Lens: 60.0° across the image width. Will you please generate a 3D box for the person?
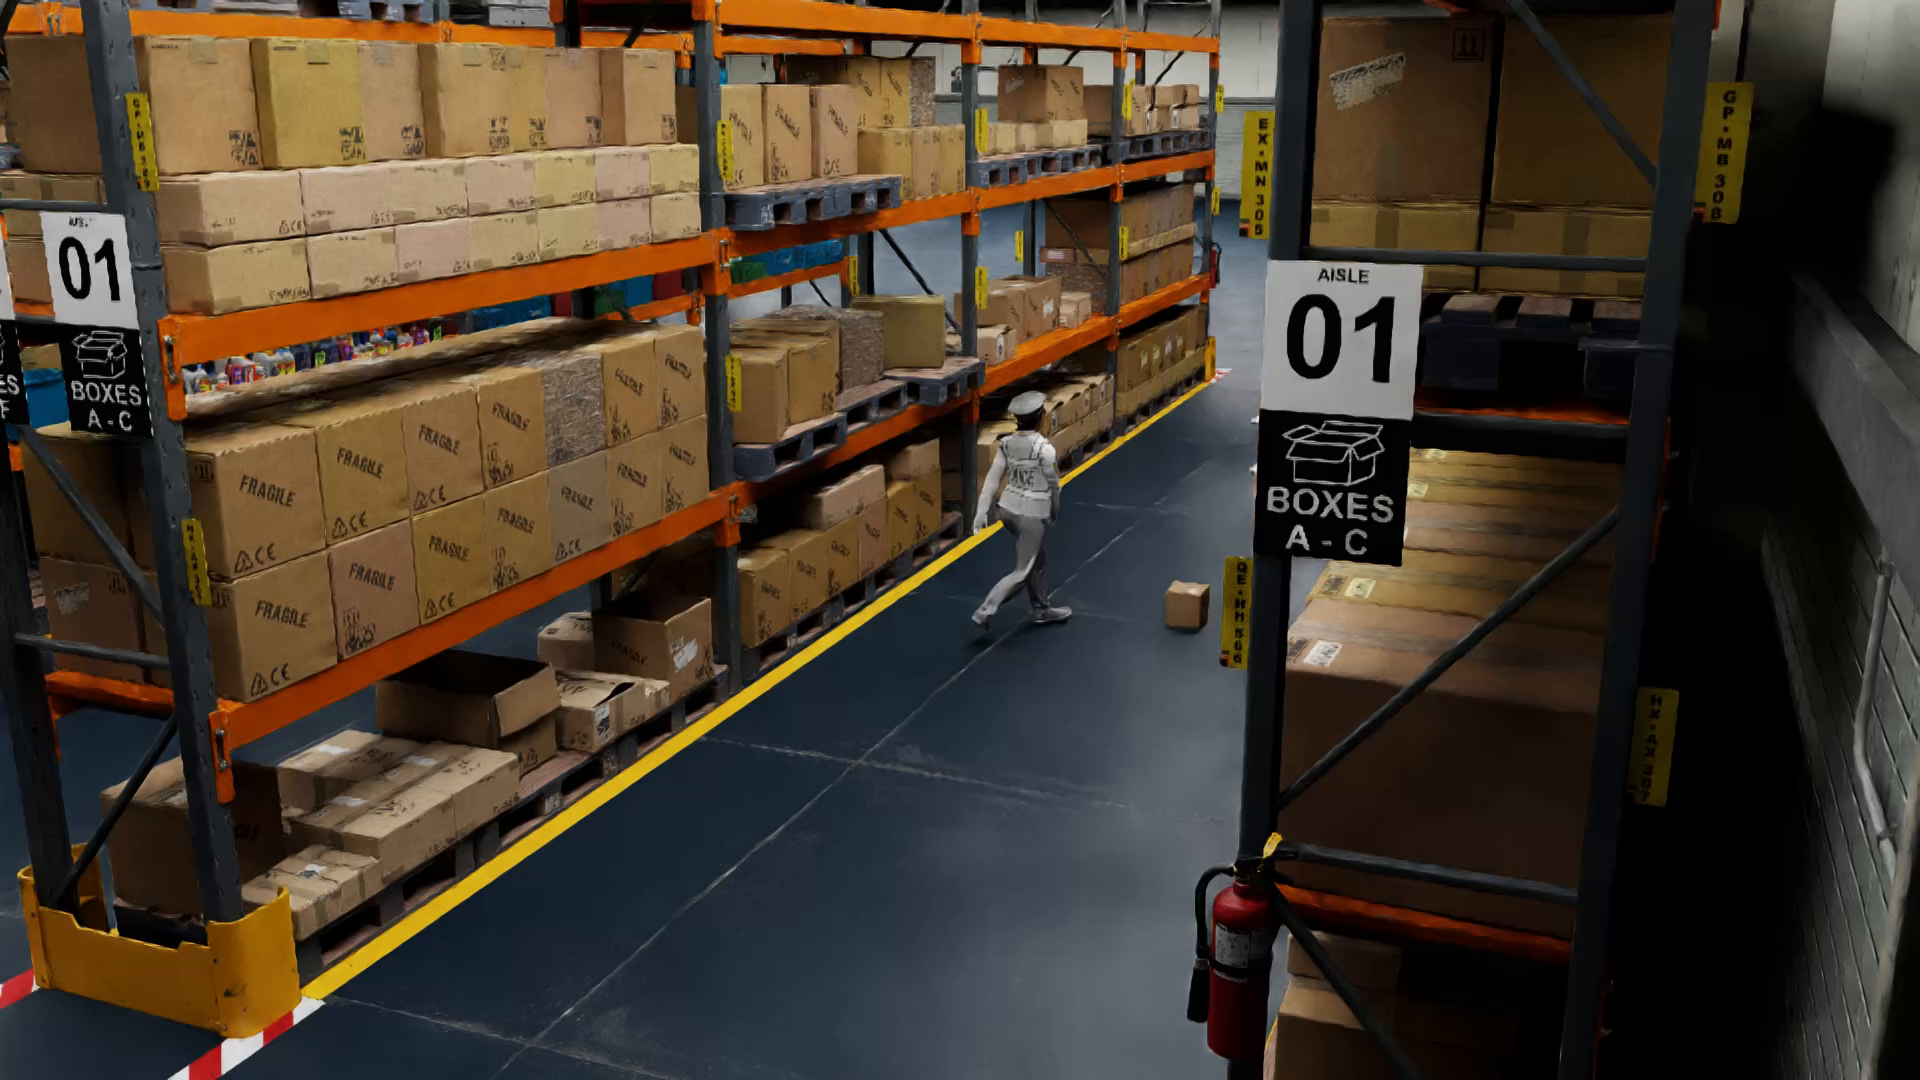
[{"bbox_3d":[0.401,-0.180,11.134,0.916,1.643,0.498,-12,19,-37],"label":"person"}]
